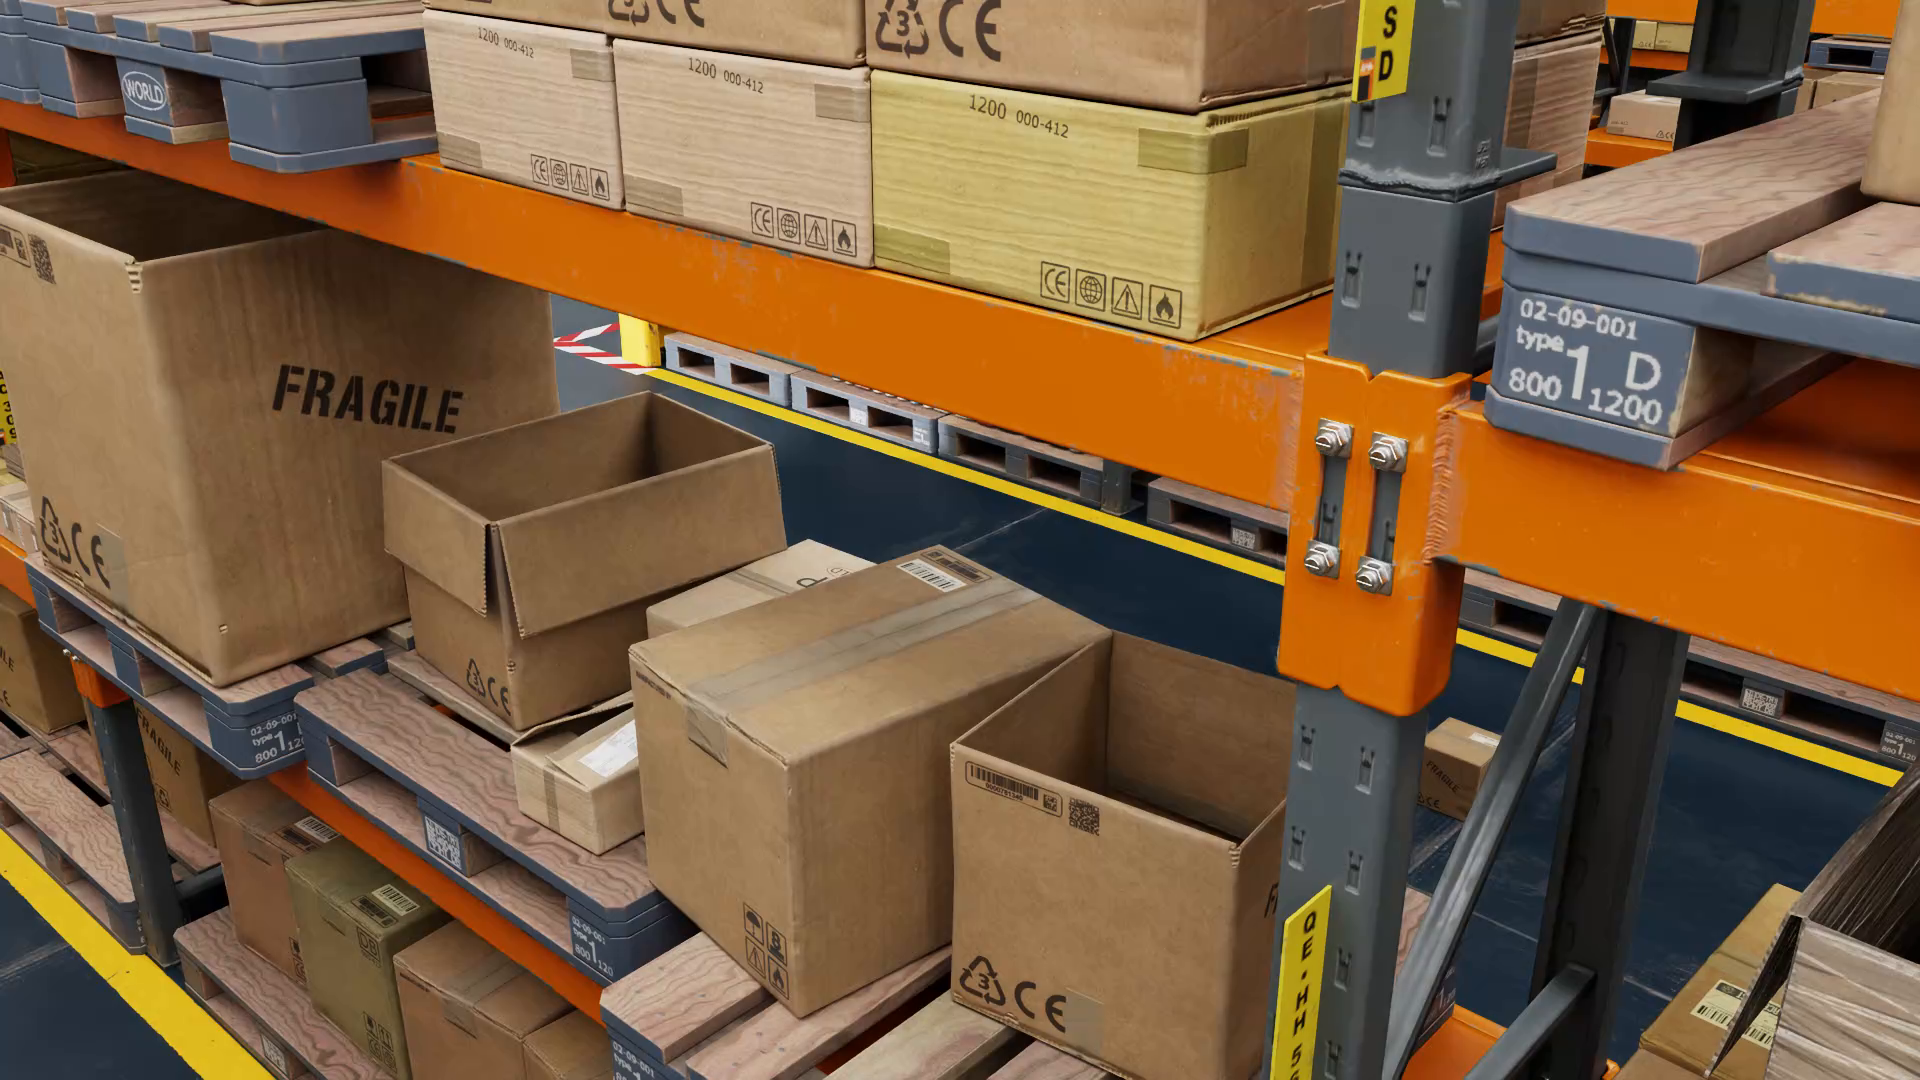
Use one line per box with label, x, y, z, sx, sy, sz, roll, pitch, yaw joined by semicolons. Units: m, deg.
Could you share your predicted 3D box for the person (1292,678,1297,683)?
person;1.526;0.018;6.065;0.691;1.767;0.657;15;28;30
